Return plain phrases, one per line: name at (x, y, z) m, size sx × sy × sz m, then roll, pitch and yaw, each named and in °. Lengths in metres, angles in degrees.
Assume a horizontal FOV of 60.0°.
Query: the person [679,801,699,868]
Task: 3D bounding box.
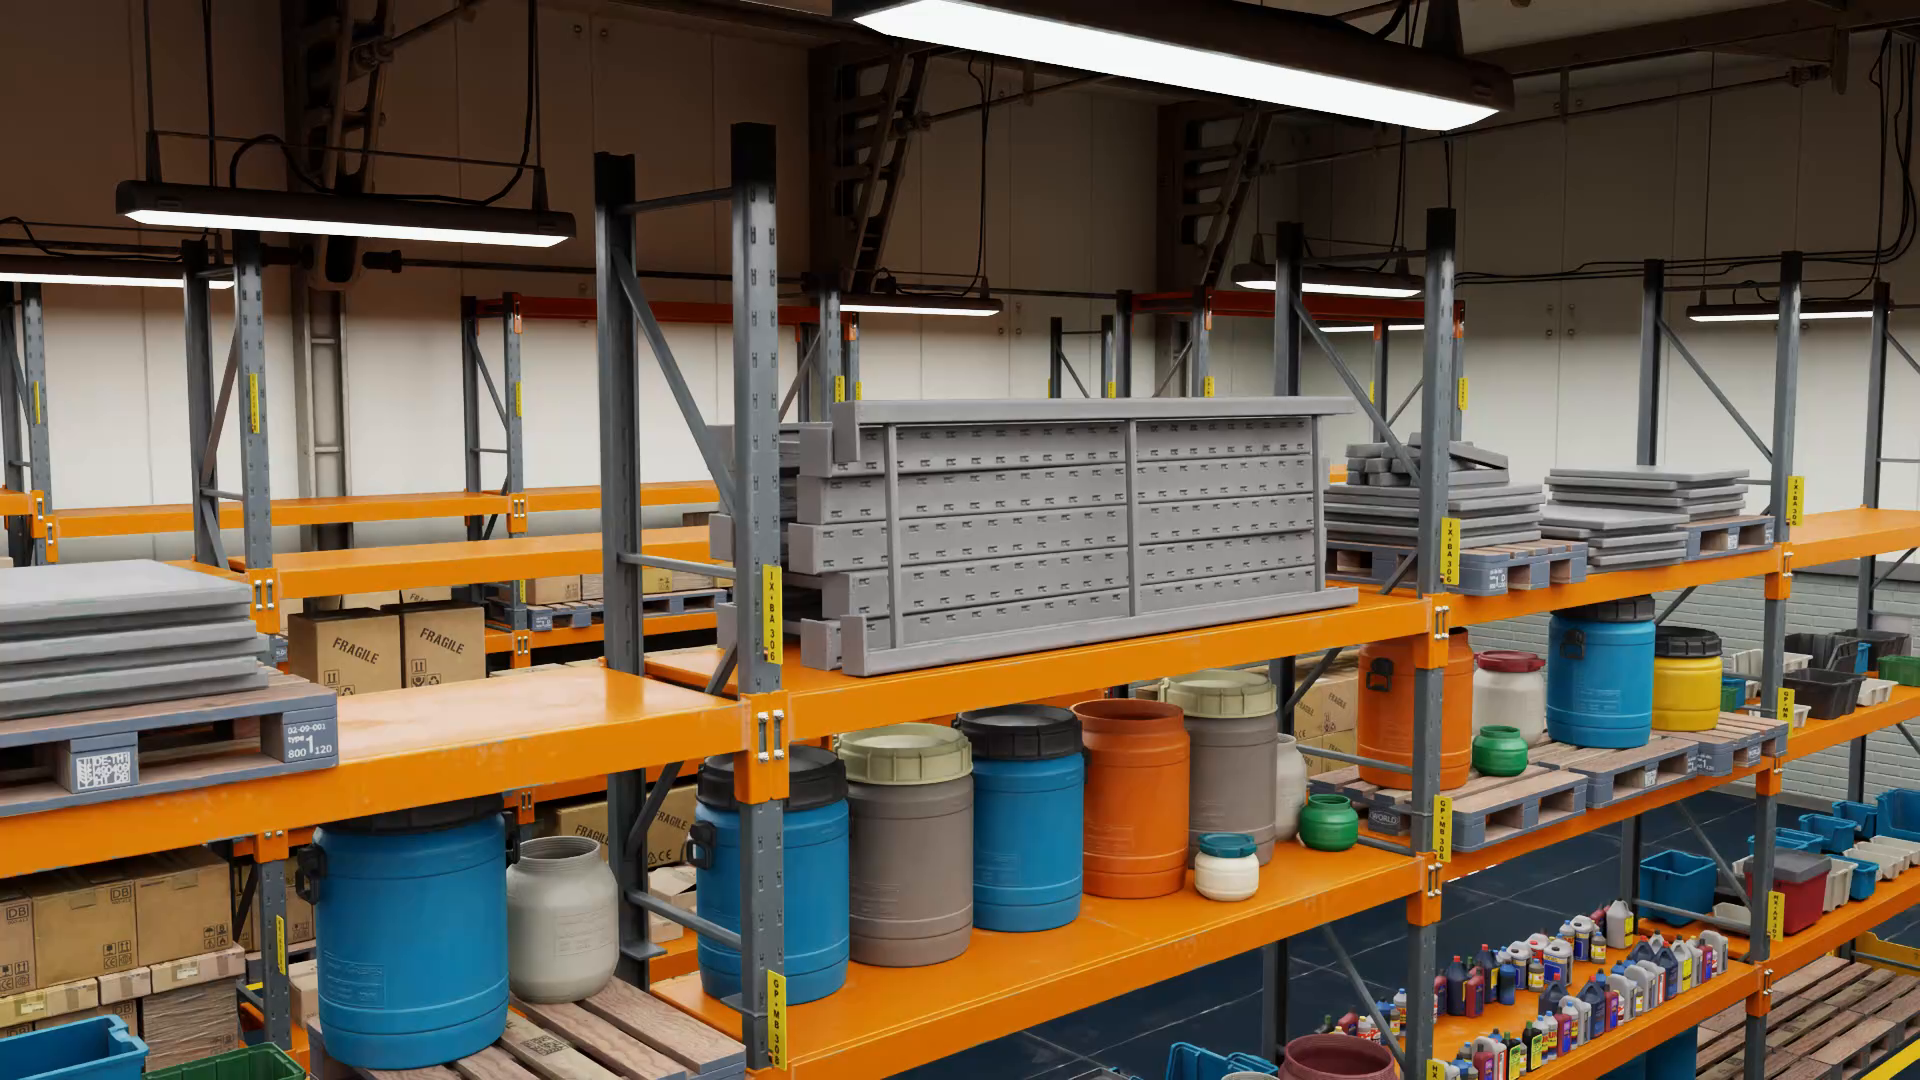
person at (-2.150, 2.975, 14.334) m, size 0.531 × 1.666 × 0.436 m, roll -5°, pitch 7°, yaw -44°
